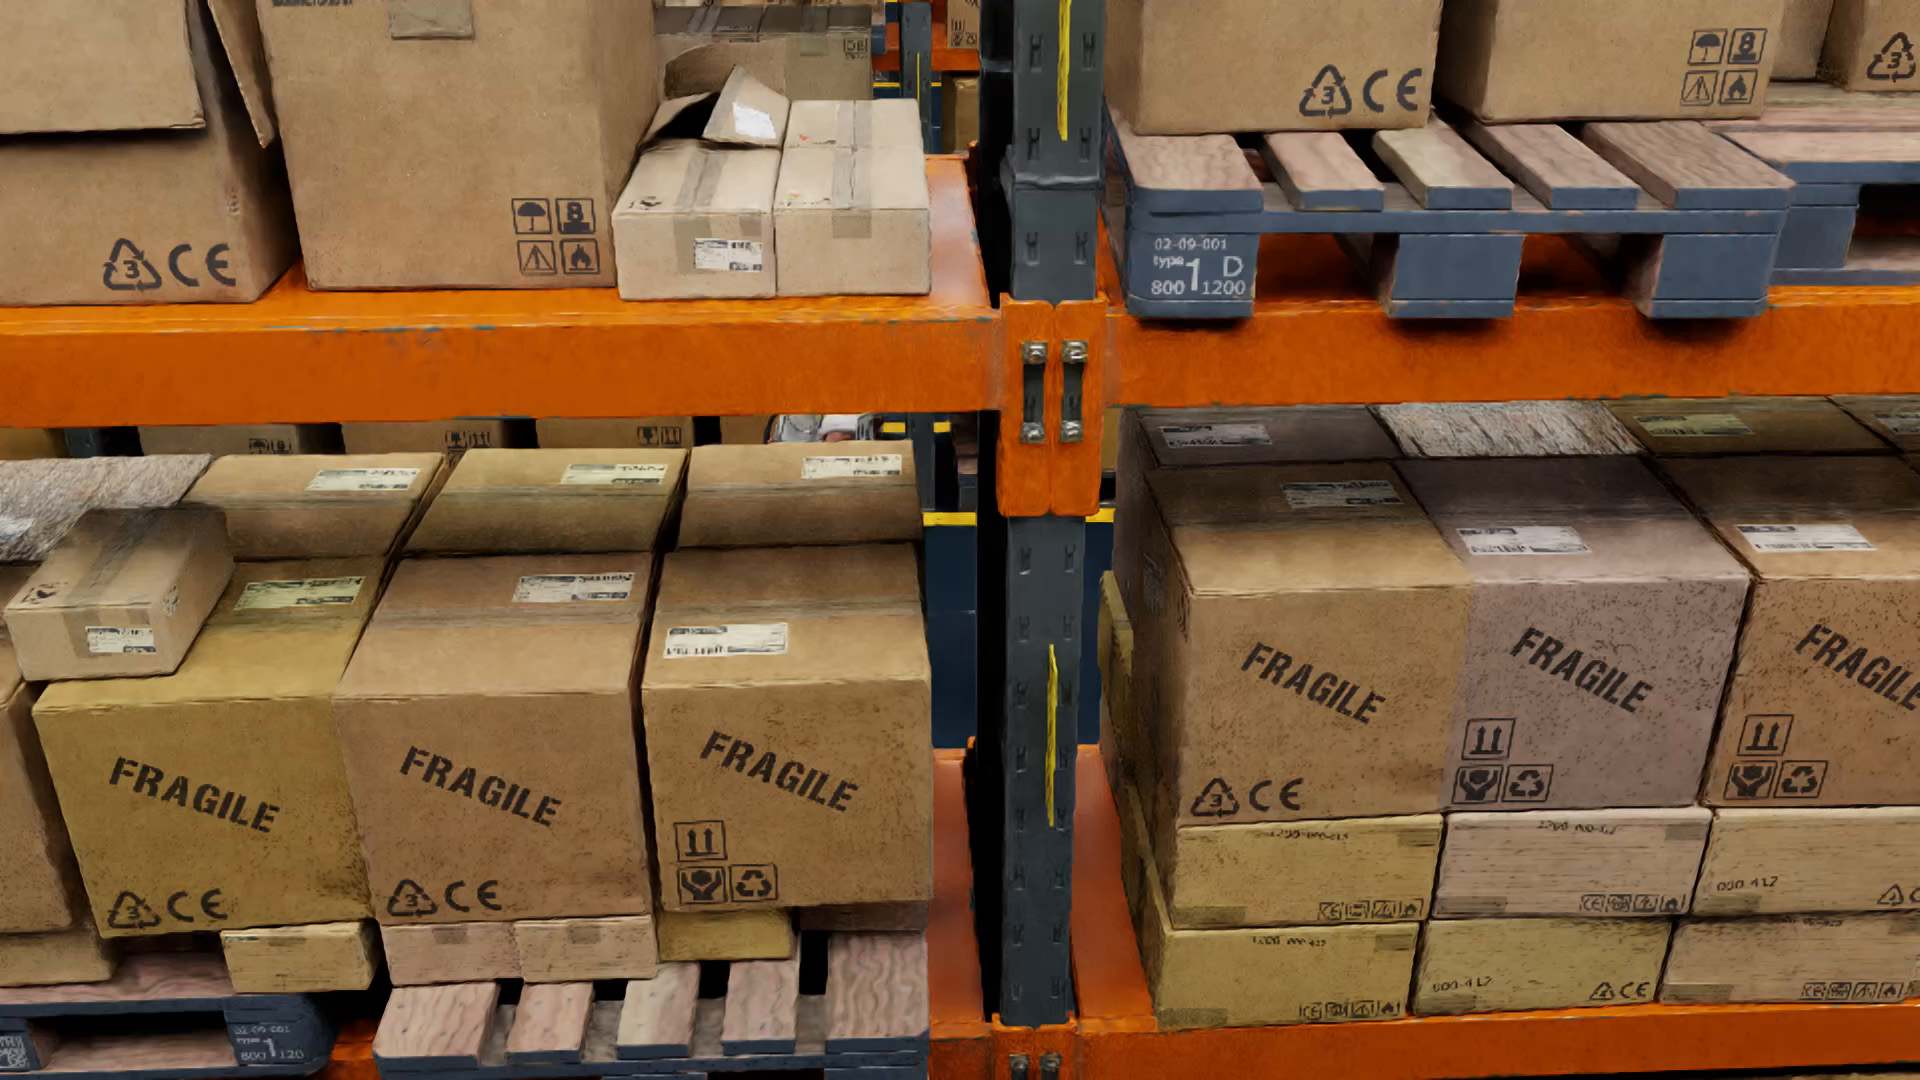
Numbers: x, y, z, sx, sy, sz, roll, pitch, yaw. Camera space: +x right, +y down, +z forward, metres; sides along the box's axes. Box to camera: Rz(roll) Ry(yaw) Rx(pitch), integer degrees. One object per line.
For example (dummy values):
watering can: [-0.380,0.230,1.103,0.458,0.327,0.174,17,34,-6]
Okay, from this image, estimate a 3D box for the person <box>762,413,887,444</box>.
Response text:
person: [-0.509,-0.153,6.450,0.577,1.777,0.667,15,31,27]
